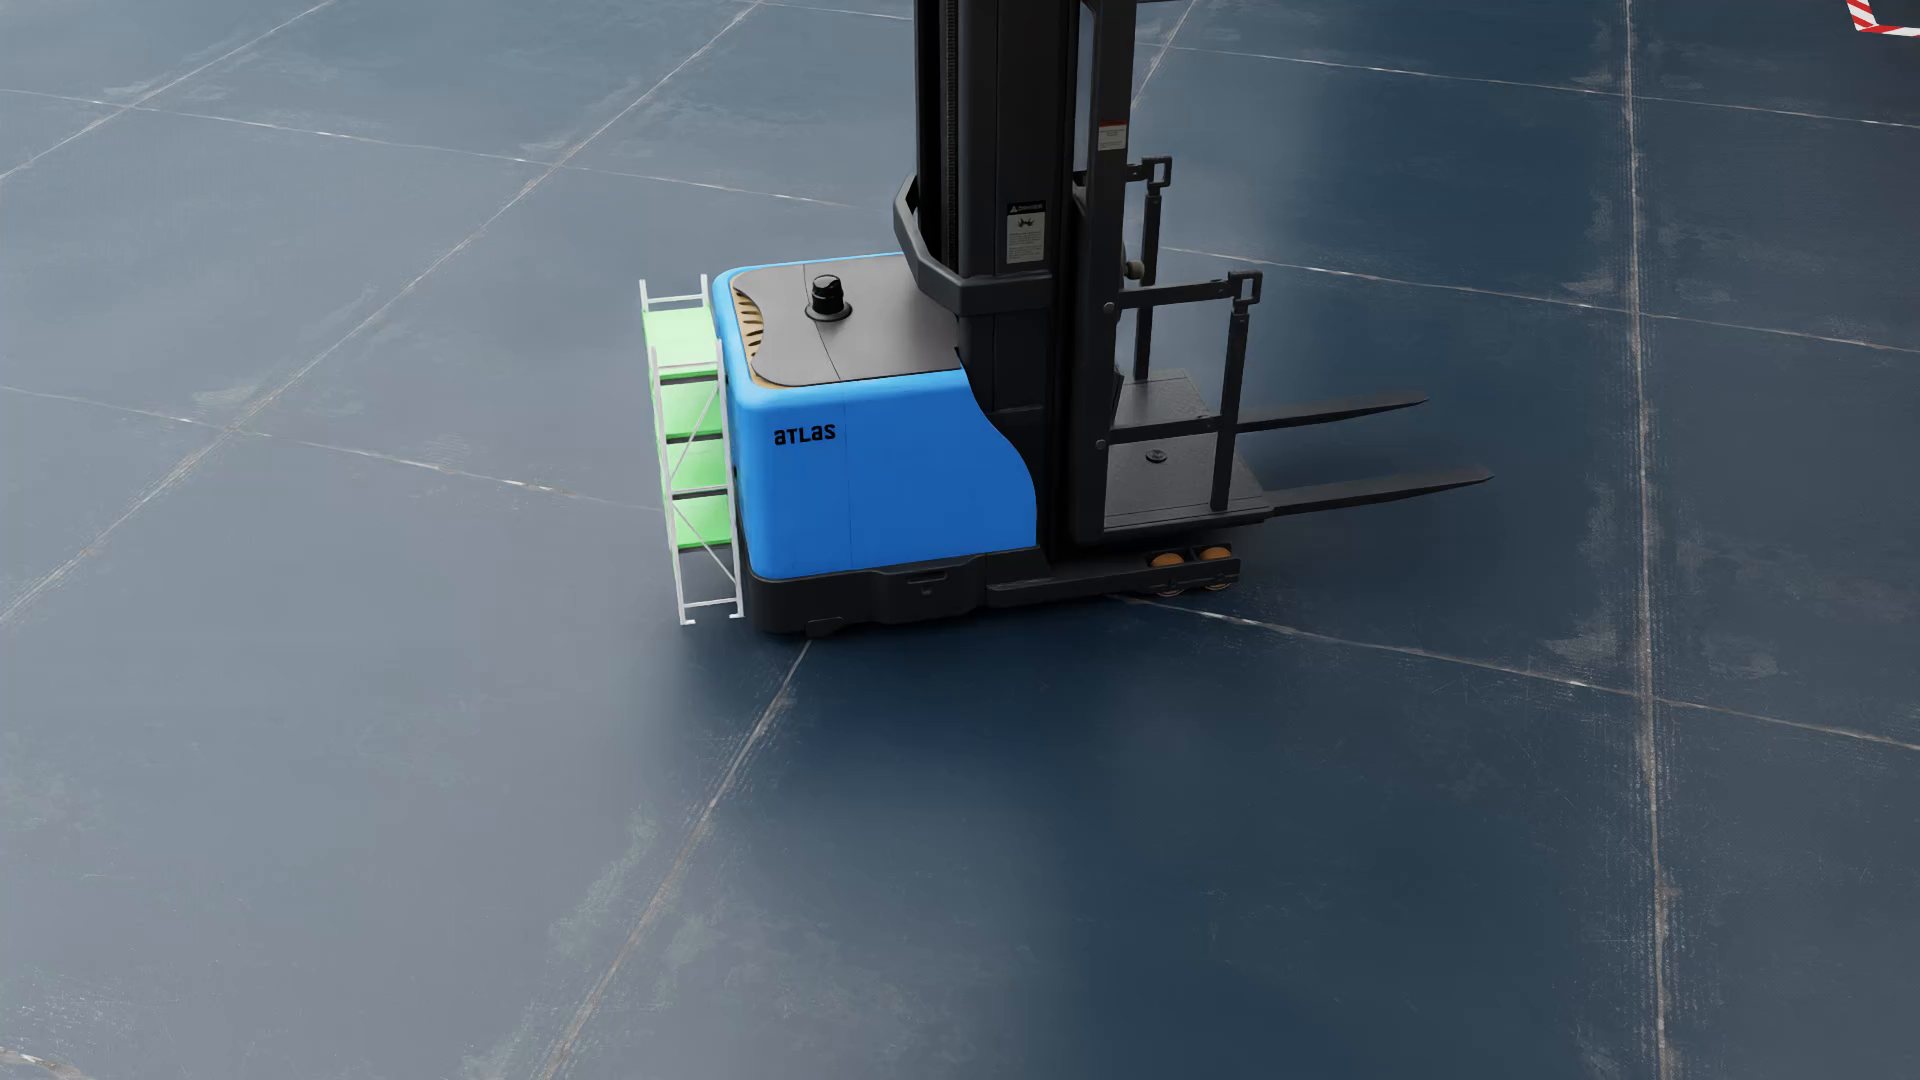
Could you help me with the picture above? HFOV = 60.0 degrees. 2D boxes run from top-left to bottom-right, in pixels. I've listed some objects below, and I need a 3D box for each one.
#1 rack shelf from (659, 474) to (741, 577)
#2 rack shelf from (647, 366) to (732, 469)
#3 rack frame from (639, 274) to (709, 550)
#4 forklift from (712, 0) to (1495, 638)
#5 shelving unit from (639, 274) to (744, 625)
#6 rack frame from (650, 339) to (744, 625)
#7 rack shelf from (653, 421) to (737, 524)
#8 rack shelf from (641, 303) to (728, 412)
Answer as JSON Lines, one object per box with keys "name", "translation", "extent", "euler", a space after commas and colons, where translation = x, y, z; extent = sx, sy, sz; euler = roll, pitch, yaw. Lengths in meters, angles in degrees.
{"name": "rack shelf", "translation": [-0.995, -0.076, 6.350], "extent": [0.258, 0.148, 0.480], "euler": [-7, 37, -11]}
{"name": "rack shelf", "translation": [-0.988, -0.463, 6.067], "extent": [0.258, 0.148, 0.480], "euler": [-7, 37, -11]}
{"name": "rack frame", "translation": [-1.045, -0.462, 6.362], "extent": [0.240, 1.200, 0.015], "euler": [-7, 37, -11]}
{"name": "forklift", "translation": [0.615, -1.260, 5.990], "extent": [3.031, 2.935, 1.130], "euler": [-7, 37, -10]}
{"name": "shelving unit", "translation": [-0.991, -0.321, 6.171], "extent": [0.258, 1.200, 0.503], "euler": [-7, 37, -11]}
{"name": "rack frame", "translation": [-0.936, -0.180, 5.979], "extent": [0.240, 1.200, 0.015], "euler": [-7, 37, -11]}
{"name": "rack shelf", "translation": [-0.991, -0.270, 6.209], "extent": [0.258, 0.148, 0.480], "euler": [-7, 37, -11]}
{"name": "rack shelf", "translation": [-0.985, -0.657, 5.925], "extent": [0.258, 0.148, 0.480], "euler": [-7, 37, -11]}
